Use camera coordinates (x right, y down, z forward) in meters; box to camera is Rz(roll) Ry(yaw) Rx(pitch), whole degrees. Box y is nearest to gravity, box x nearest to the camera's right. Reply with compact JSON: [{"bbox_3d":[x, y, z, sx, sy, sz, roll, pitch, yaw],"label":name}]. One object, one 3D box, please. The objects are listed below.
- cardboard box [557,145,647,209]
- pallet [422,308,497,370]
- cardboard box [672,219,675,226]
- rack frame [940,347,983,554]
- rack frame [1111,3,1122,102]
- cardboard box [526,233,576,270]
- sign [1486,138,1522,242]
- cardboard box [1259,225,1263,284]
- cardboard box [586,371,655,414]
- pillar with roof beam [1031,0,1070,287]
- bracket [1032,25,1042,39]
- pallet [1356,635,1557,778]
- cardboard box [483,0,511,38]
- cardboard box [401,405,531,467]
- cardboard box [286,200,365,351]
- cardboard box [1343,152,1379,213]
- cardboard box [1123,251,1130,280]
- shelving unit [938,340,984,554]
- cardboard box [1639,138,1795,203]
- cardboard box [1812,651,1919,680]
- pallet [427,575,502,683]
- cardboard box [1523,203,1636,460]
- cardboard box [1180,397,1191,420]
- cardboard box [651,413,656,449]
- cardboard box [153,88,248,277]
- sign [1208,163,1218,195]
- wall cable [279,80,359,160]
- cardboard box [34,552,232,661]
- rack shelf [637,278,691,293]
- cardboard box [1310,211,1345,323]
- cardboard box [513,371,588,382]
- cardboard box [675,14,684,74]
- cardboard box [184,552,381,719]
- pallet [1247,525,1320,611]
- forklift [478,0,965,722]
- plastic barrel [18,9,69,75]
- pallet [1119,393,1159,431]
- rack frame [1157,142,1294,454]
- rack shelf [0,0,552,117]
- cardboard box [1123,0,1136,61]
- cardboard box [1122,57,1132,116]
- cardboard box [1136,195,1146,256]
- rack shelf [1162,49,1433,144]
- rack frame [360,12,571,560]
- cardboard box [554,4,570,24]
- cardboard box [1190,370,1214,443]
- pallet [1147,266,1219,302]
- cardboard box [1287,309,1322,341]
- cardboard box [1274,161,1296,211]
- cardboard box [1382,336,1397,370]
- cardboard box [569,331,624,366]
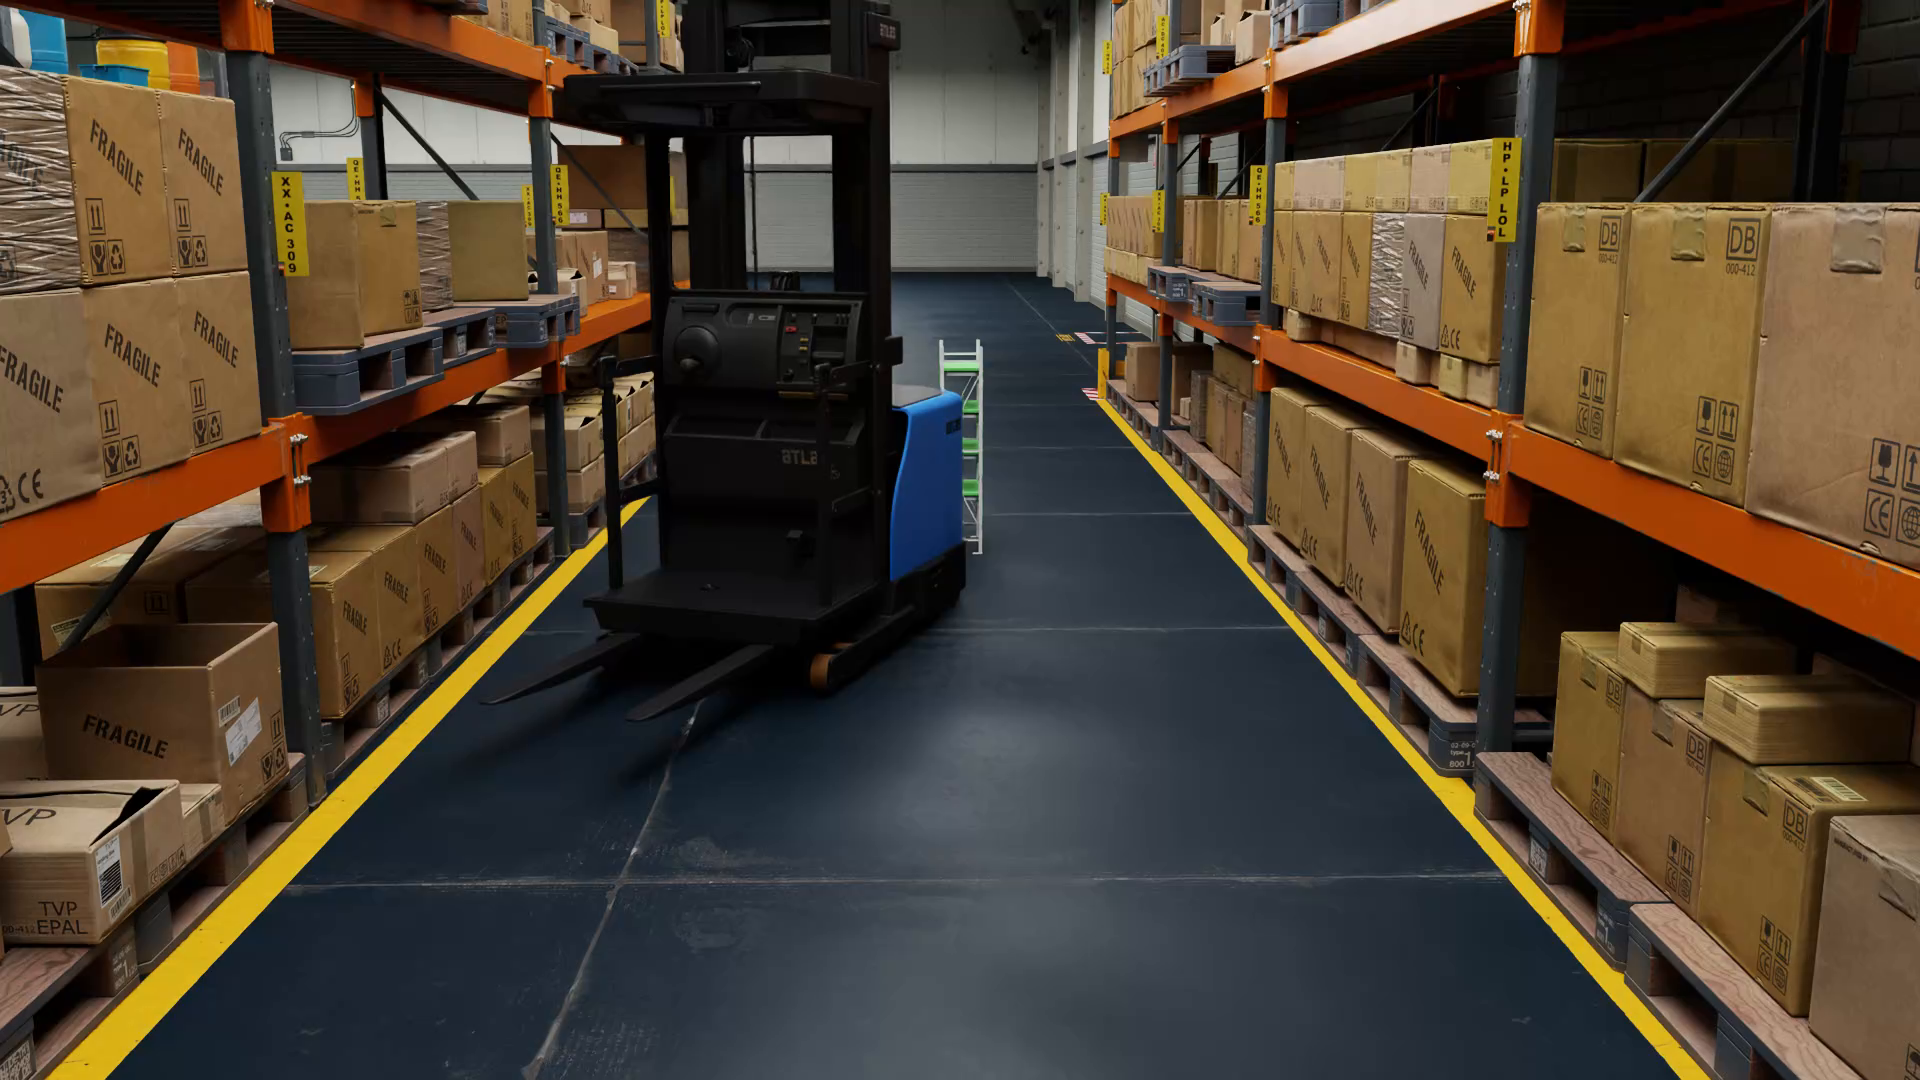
[{"bbox_3d":[-2.849,-2.936,13.473,0.700,0.500,0.500,0,11,-1],"label":"cardboard box"},{"bbox_3d":[-2.706,-0.887,7.371,1.003,0.211,1.213,0,11,-1],"label":"pallet"},{"bbox_3d":[-2.668,-2.787,14.371,0.380,0.149,0.250,-1,11,-3],"label":"cardboard box"},{"bbox_3d":[0.008,-0.507,9.539,0.240,1.200,0.015,0,11,-1],"label":"rack frame"},{"bbox_3d":[2.036,-5.919,16.604,1.000,3.000,0.127,0,11,-1],"label":"rack frame"},{"bbox_3d":[-2.802,-1.750,10.891,0.500,0.500,0.500,-1,11,-4],"label":"cardboard box"},{"bbox_3d":[1.742,-1.118,5.315,0.100,0.325,0.005,0,11,-1],"label":"sign"},{"bbox_3d":[2.182,-1.747,9.768,0.700,0.500,0.500,-2,12,-8],"label":"cardboard box"},{"bbox_3d":[-2.522,-1.113,12.452,0.500,0.311,0.500,0,11,0],"label":"cardboard box"},{"bbox_3d":[-1.885,-10.537,39.364,9.100,9.000,0.548,0,11,-1],"label":"pillar with roof beam"},{"bbox_3d":[2.002,-12.915,42.034,0.076,0.066,4.783,0,11,-1],"label":"bracket"},{"bbox_3d":[2.193,0.620,6.474,1.003,0.211,1.213,0,11,-1],"label":"pallet"},{"bbox_3d":[-2.698,-2.699,8.023,0.910,0.500,0.500,0,11,-1],"label":"cardboard box"},{"bbox_3d":[-2.492,-0.530,8.421,0.500,0.250,0.500,0,11,1],"label":"cardboard box"},{"bbox_3d":[-2.455,-0.923,5.755,0.700,0.500,0.500,-4,12,-20],"label":"cardboard box"},{"bbox_3d":[1.996,-1.562,7.279,0.500,0.250,0.500,0,11,-2],"label":"cardboard box"},{"bbox_3d":[1.767,-2.512,15.225,0.500,0.250,0.500,0,11,-1],"label":"cardboard box"},{"bbox_3d":[0.003,-0.555,9.778,0.258,1.200,0.503,0,11,-1],"label":"shelving unit"},{"bbox_3d":[2.535,-1.259,5.782,0.500,0.250,0.500,0,11,1],"label":"cardboard box"},{"bbox_3d":[2.412,0.384,4.221,0.380,0.149,0.250,-1,11,-3],"label":"cardboard box"},{"bbox_3d":[-2.751,0.389,7.610,1.003,0.211,1.213,0,11,-1],"label":"pallet"},{"bbox_3d":[2.279,-0.633,4.881,0.980,0.700,0.700,0,11,0],"label":"cardboard box"},{"bbox_3d":[2.078,-1.117,14.042,0.380,0.166,0.250,-2,12,-9],"label":"cardboard box"},{"bbox_3d":[-2.527,-0.840,12.512,0.500,0.250,0.500,0,11,-2],"label":"cardboard box"},{"bbox_3d":[-2.399,-1.012,4.739,0.500,0.500,0.500,0,11,-1],"label":"cardboard box"},{"bbox_3d":[2.591,-3.700,17.045,0.100,0.325,0.005,0,11,-1],"label":"sign"},{"bbox_3d":[-18.445,-13.911,47.444,2.305,6.003,0.169,0,11,-1],"label":"wall cable"},{"bbox_3d":[-2.965,0.340,6.021,0.500,0.500,0.500,0,11,-1],"label":"cardboard box"},{"bbox_3d":[-2.875,-2.208,15.208,1.077,0.370,4.000,0,11,-1],"label":"rack shelf"},{"bbox_3d":[1.966,-1.293,7.839,0.500,0.500,0.500,0,11,-1],"label":"cardboard box"},{"bbox_3d":[-3.069,-1.113,12.452,0.500,0.311,0.500,0,11,-2],"label":"cardboard box"},{"bbox_3d":[-2.742,-4.286,14.429,0.797,0.503,0.637,1,12,5],"label":"cardboard box"},{"bbox_3d":[-2.435,0.339,6.022,0.500,0.500,0.500,-1,11,-4],"label":"cardboard box"},{"bbox_3d":[2.142,0.135,8.865,1.003,0.211,1.213,0,11,-1],"label":"pallet"},{"bbox_3d":[-0.937,-0.891,7.081,1.130,2.935,3.031,4,12,19],"label":"forklift"},{"bbox_3d":[-7.700,-4.263,13.668,0.600,0.901,0.708,0,11,-1],"label":"plastic barrel"},{"bbox_3d":[2.041,-1.194,15.414,1.003,0.211,1.213,0,11,-1],"label":"pallet"},{"bbox_3d":[2.119,-2.184,13.281,1.000,3.000,0.127,0,11,-1],"label":"rack frame"},{"bbox_3d":[-2.710,-2.088,7.071,1.077,0.370,4.000,0,11,-1],"label":"rack shelf"},{"bbox_3d":[1.783,-4.719,15.414,0.500,0.500,0.500,0,11,0],"label":"cardboard box"},{"bbox_3d":[1.783,-4.231,15.522,0.500,0.500,0.500,0,11,1],"label":"cardboard box"},{"bbox_3d":[1.784,-2.680,14.165,0.500,0.500,0.500,0,11,-1],"label":"cardboard box"},{"bbox_3d":[2.160,-2.904,11.095,1.077,0.370,4.000,0,11,-1],"label":"rack shelf"},{"bbox_3d":[-2.751,-1.368,9.258,1.000,3.000,0.127,0,11,-1],"label":"rack frame"},{"bbox_3d":[-2.856,-3.385,10.977,0.500,0.250,0.500,-1,12,-6],"label":"cardboard box"},{"bbox_3d":[2.151,-1.029,12.765,0.700,0.500,0.500,0,11,1],"label":"cardboard box"},{"bbox_3d":[1.989,-1.938,12.548,1.003,0.211,1.213,0,11,-1],"label":"pallet"},{"bbox_3d":[1.894,-1.106,8.548,0.380,0.149,0.250,0,11,1],"label":"cardboard box"},{"bbox_3d":[1.954,-1.864,8.767,0.500,0.250,0.500,0,11,0],"label":"cardboard box"},{"bbox_3d":[2.012,-0.799,7.037,0.380,0.149,0.250,-1,11,-3],"label":"cardboard box"},{"bbox_3d":[-3.061,-1.580,14.274,0.500,0.500,0.500,0,11,-1],"label":"cardboard box"}]
